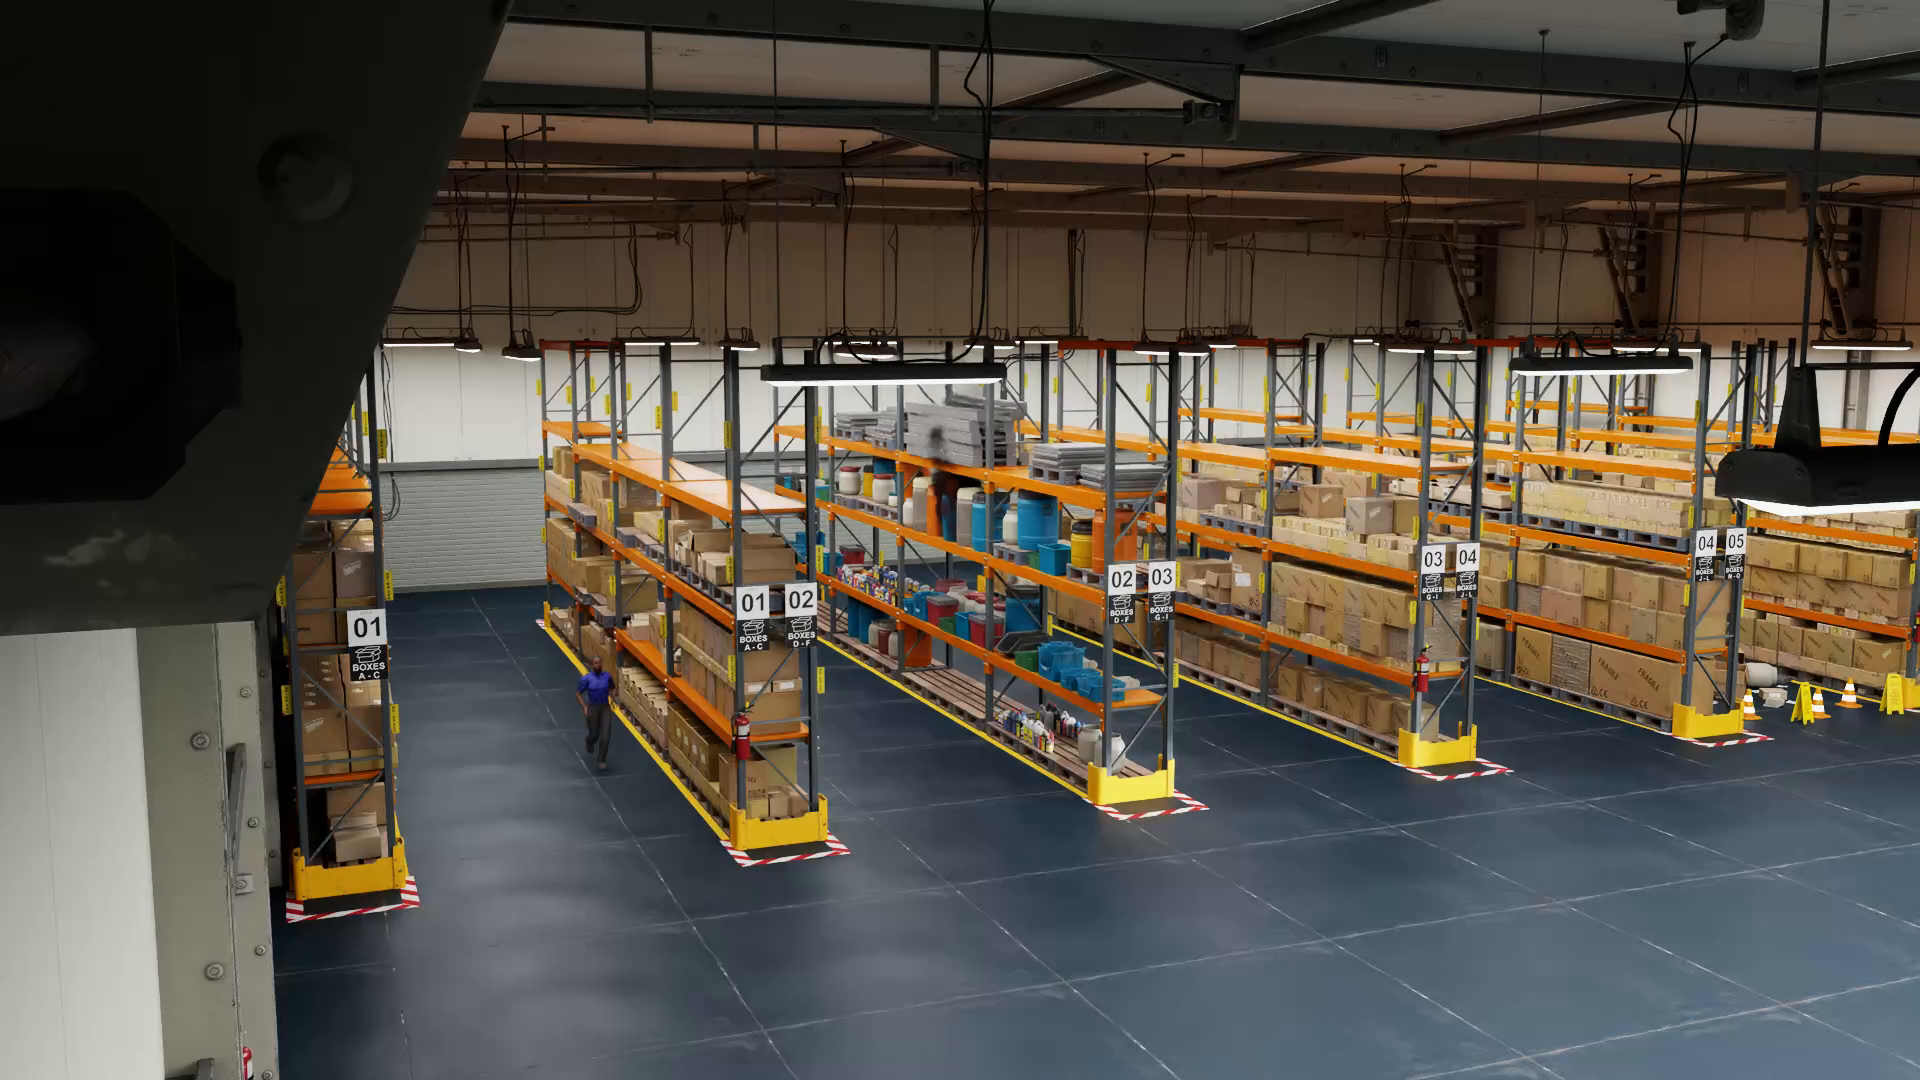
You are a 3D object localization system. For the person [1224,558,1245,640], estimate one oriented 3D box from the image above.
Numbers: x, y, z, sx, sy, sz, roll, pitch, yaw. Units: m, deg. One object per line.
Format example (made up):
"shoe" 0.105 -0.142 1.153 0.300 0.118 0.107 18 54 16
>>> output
"person" 5.385 1.212 32.693 0.700 1.757 0.886 -4 8 -28

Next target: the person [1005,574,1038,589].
"person" 1.209 1.125 31.318 0.661 1.743 0.706 -4 9 -30

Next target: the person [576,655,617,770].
"person" -5.196 2.446 23.861 0.586 1.619 0.617 -4 8 -26
